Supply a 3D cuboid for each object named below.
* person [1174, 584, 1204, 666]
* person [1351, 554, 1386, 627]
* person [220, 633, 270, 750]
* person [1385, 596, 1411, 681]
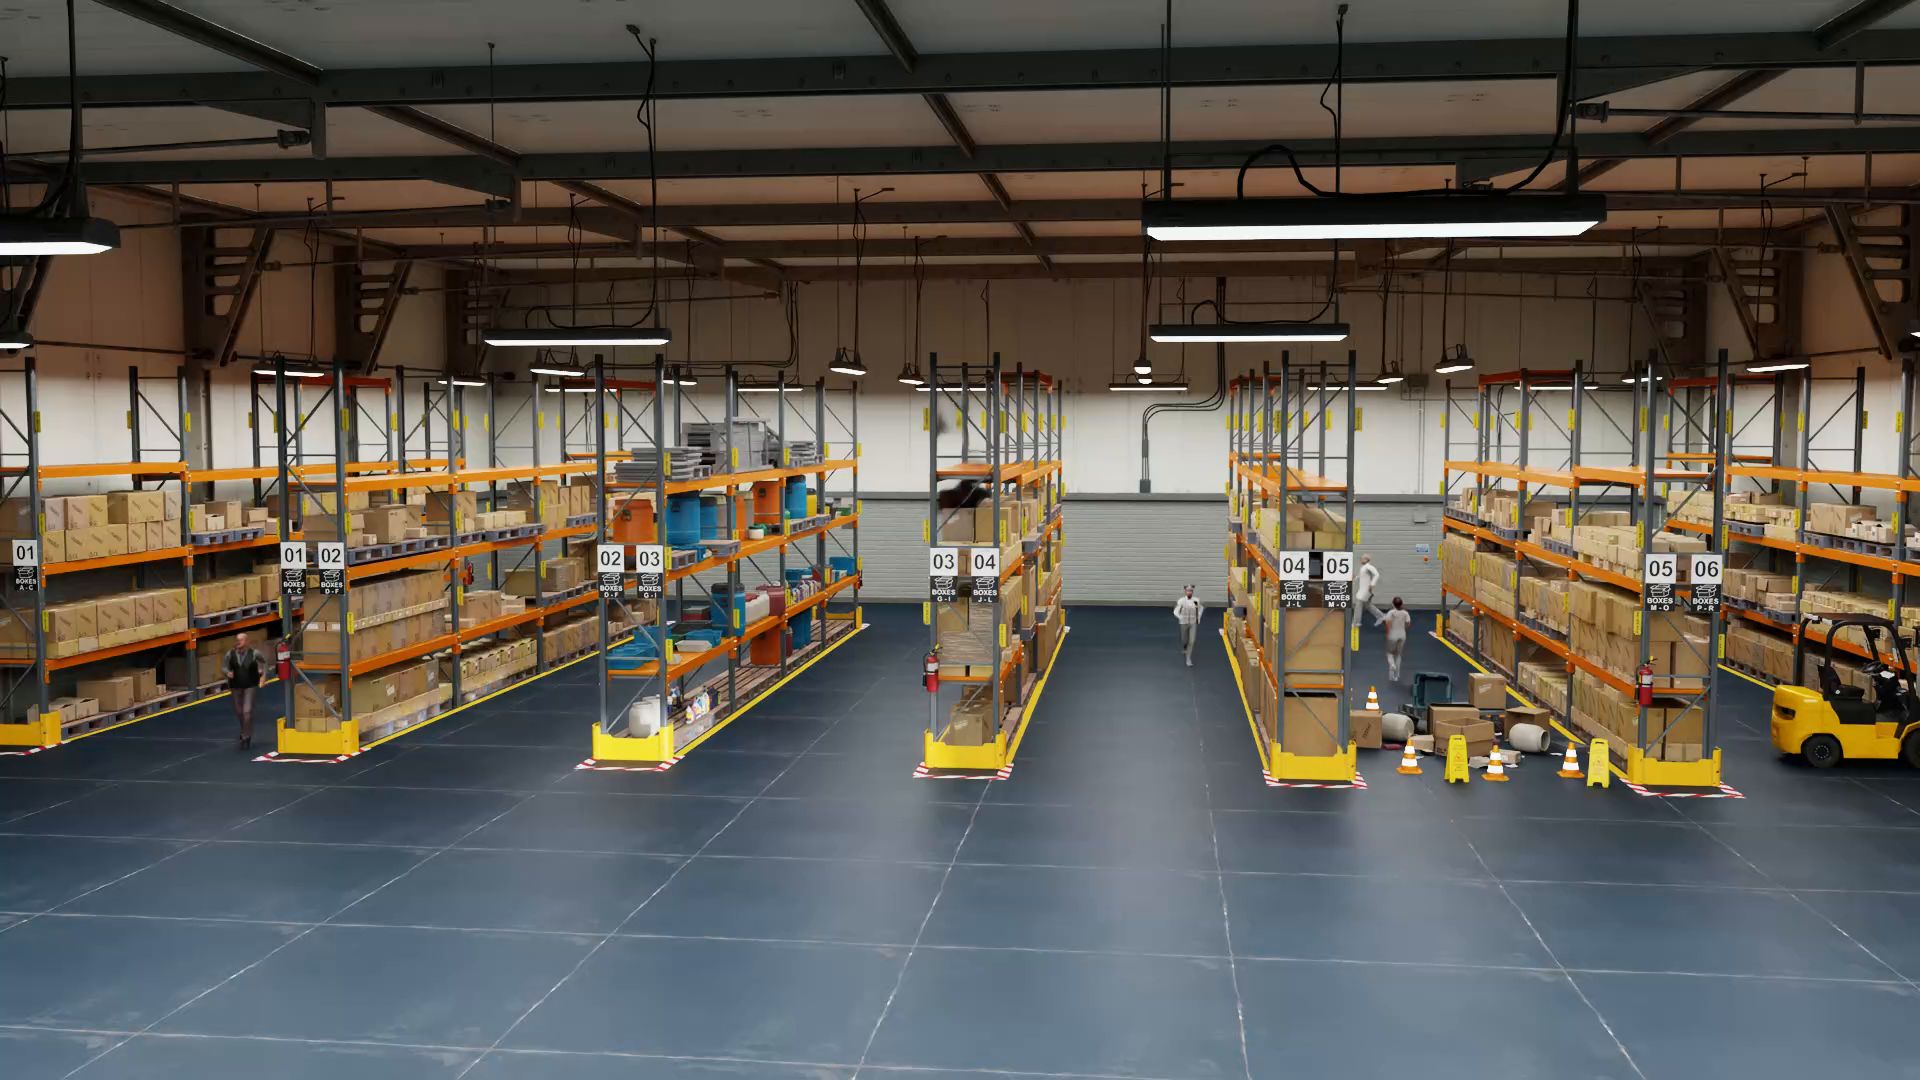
[{"bbox_3d":[4.761,1.749,34.559,0.627,1.698,0.761,0,4,2],"label":"person"},{"bbox_3d":[9.849,1.285,40.273,1.009,1.708,0.706,0,4,6],"label":"person"},{"bbox_3d":[-11.082,2.322,25.754,0.674,1.774,0.821,0,4,-6],"label":"person"},{"bbox_3d":[8.466,1.909,32.257,0.553,1.641,0.582,0,4,-4],"label":"person"}]
